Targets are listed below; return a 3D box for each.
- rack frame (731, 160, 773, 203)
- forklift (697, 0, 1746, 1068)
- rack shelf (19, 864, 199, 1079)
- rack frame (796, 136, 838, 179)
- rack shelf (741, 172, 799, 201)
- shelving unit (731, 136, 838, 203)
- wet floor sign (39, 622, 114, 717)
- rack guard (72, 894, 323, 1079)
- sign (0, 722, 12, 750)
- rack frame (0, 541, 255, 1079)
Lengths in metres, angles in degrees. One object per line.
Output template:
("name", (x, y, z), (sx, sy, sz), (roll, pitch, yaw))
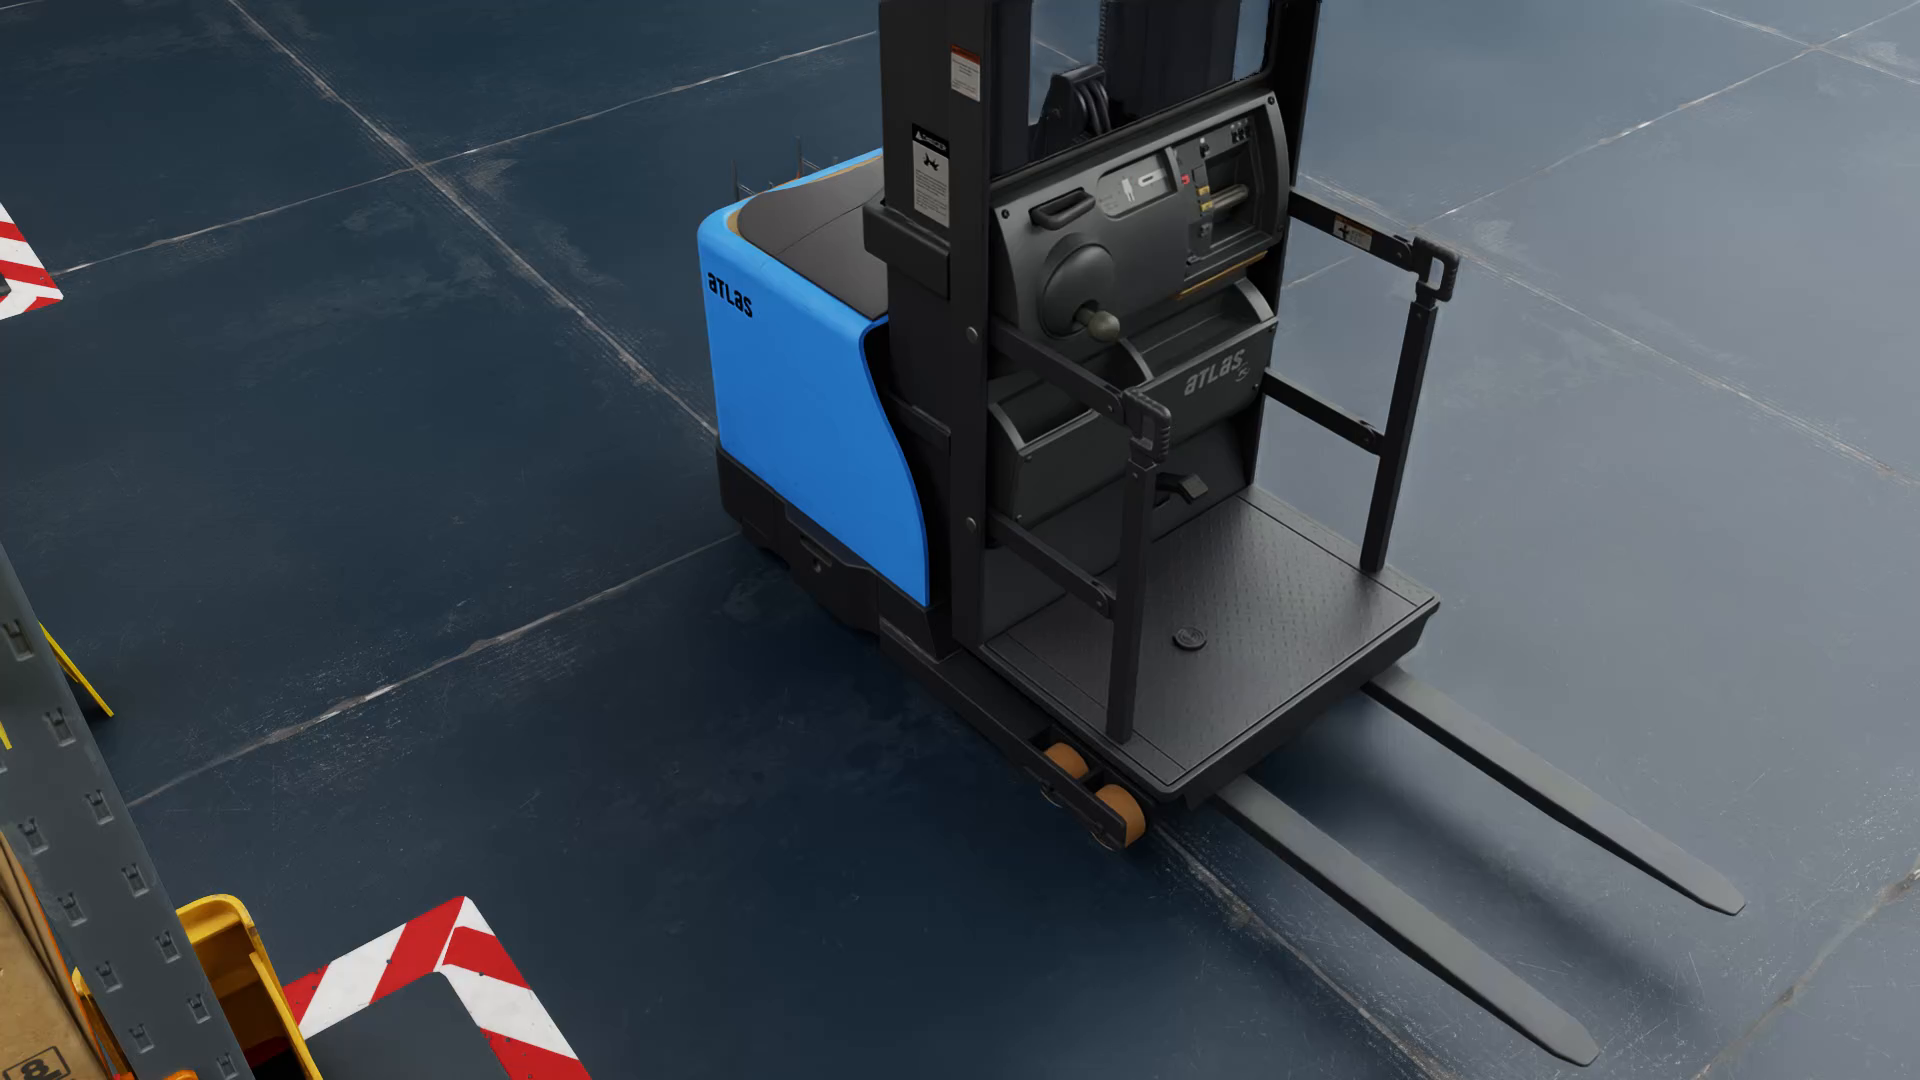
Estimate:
("rack frame", (-0.617, -0.684, 5.256), (0.008, 1.050, 0.200), (-30, 48, -31))
("forklift", (0.588, -0.704, 3.797), (1.130, 2.935, 3.031), (-29, 47, -30))
("rack shelf", (-2.946, 1.385, 1.764), (4.000, 0.370, 1.077), (-26, 46, -28))
("rack frame", (-0.435, -0.788, 5.382), (0.008, 1.050, 0.200), (-30, 48, -31))
("rack shelf", (-0.526, -0.947, 5.146), (0.240, 0.259, 0.215), (-30, 48, -31))
("shelving unit", (-0.526, -0.736, 5.319), (0.252, 1.050, 0.215), (-30, 48, -31))
("wet floor sign", (-2.544, 0.237, 4.452), (0.267, 0.644, 0.232), (30, 48, 31))
("rack guard", (-1.341, 1.291, 3.282), (0.348, 0.500, 1.175), (-26, 46, -28))
("sign", (-1.040, 0.073, 1.696), (0.005, 0.325, 0.100), (-26, 46, -28))
("rack frame", (-1.360, 0.334, 2.478), (0.127, 3.000, 1.000), (-26, 46, -28))
